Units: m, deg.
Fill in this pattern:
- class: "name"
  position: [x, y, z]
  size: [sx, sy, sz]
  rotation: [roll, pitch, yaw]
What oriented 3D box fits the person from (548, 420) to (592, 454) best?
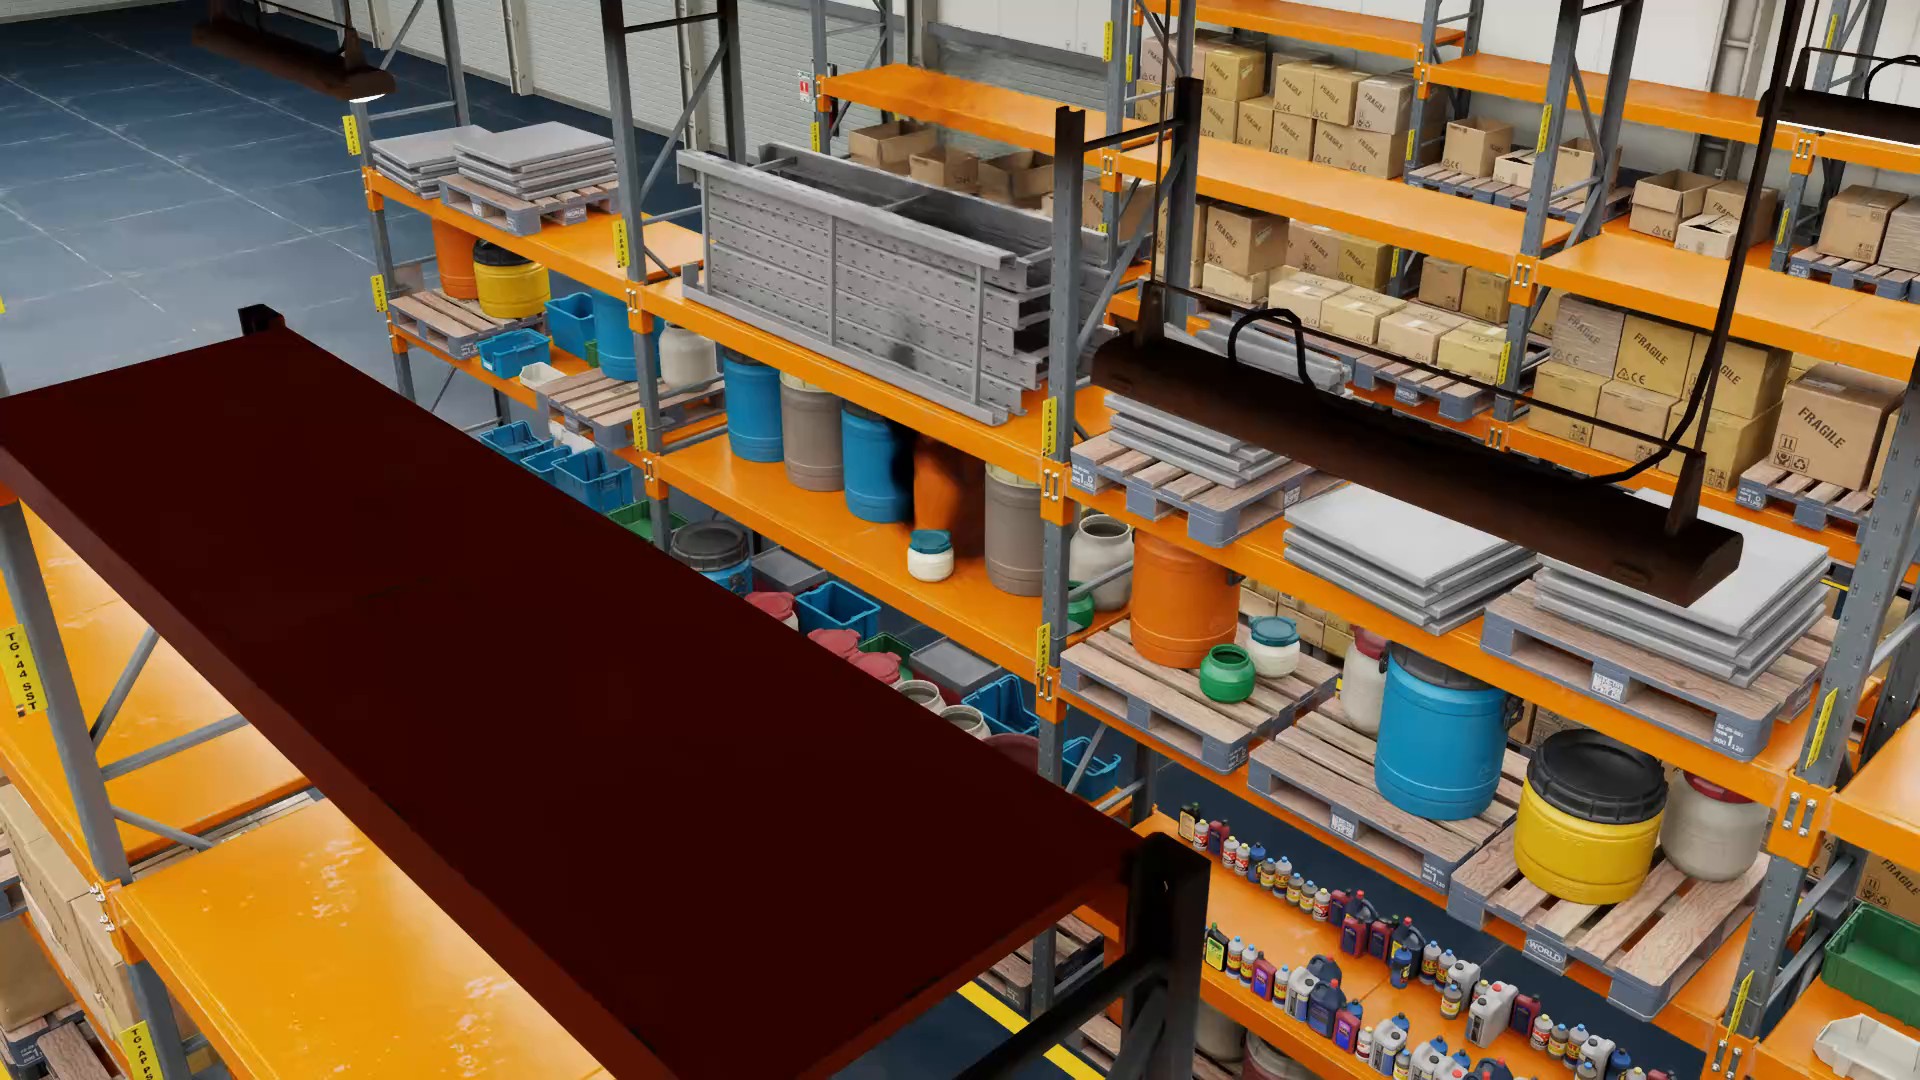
- class: "person"
  position: [-3.869, -0.894, 16.710]
  size: [0.775, 1.749, 0.742]
  rotation: [12, 30, 20]
